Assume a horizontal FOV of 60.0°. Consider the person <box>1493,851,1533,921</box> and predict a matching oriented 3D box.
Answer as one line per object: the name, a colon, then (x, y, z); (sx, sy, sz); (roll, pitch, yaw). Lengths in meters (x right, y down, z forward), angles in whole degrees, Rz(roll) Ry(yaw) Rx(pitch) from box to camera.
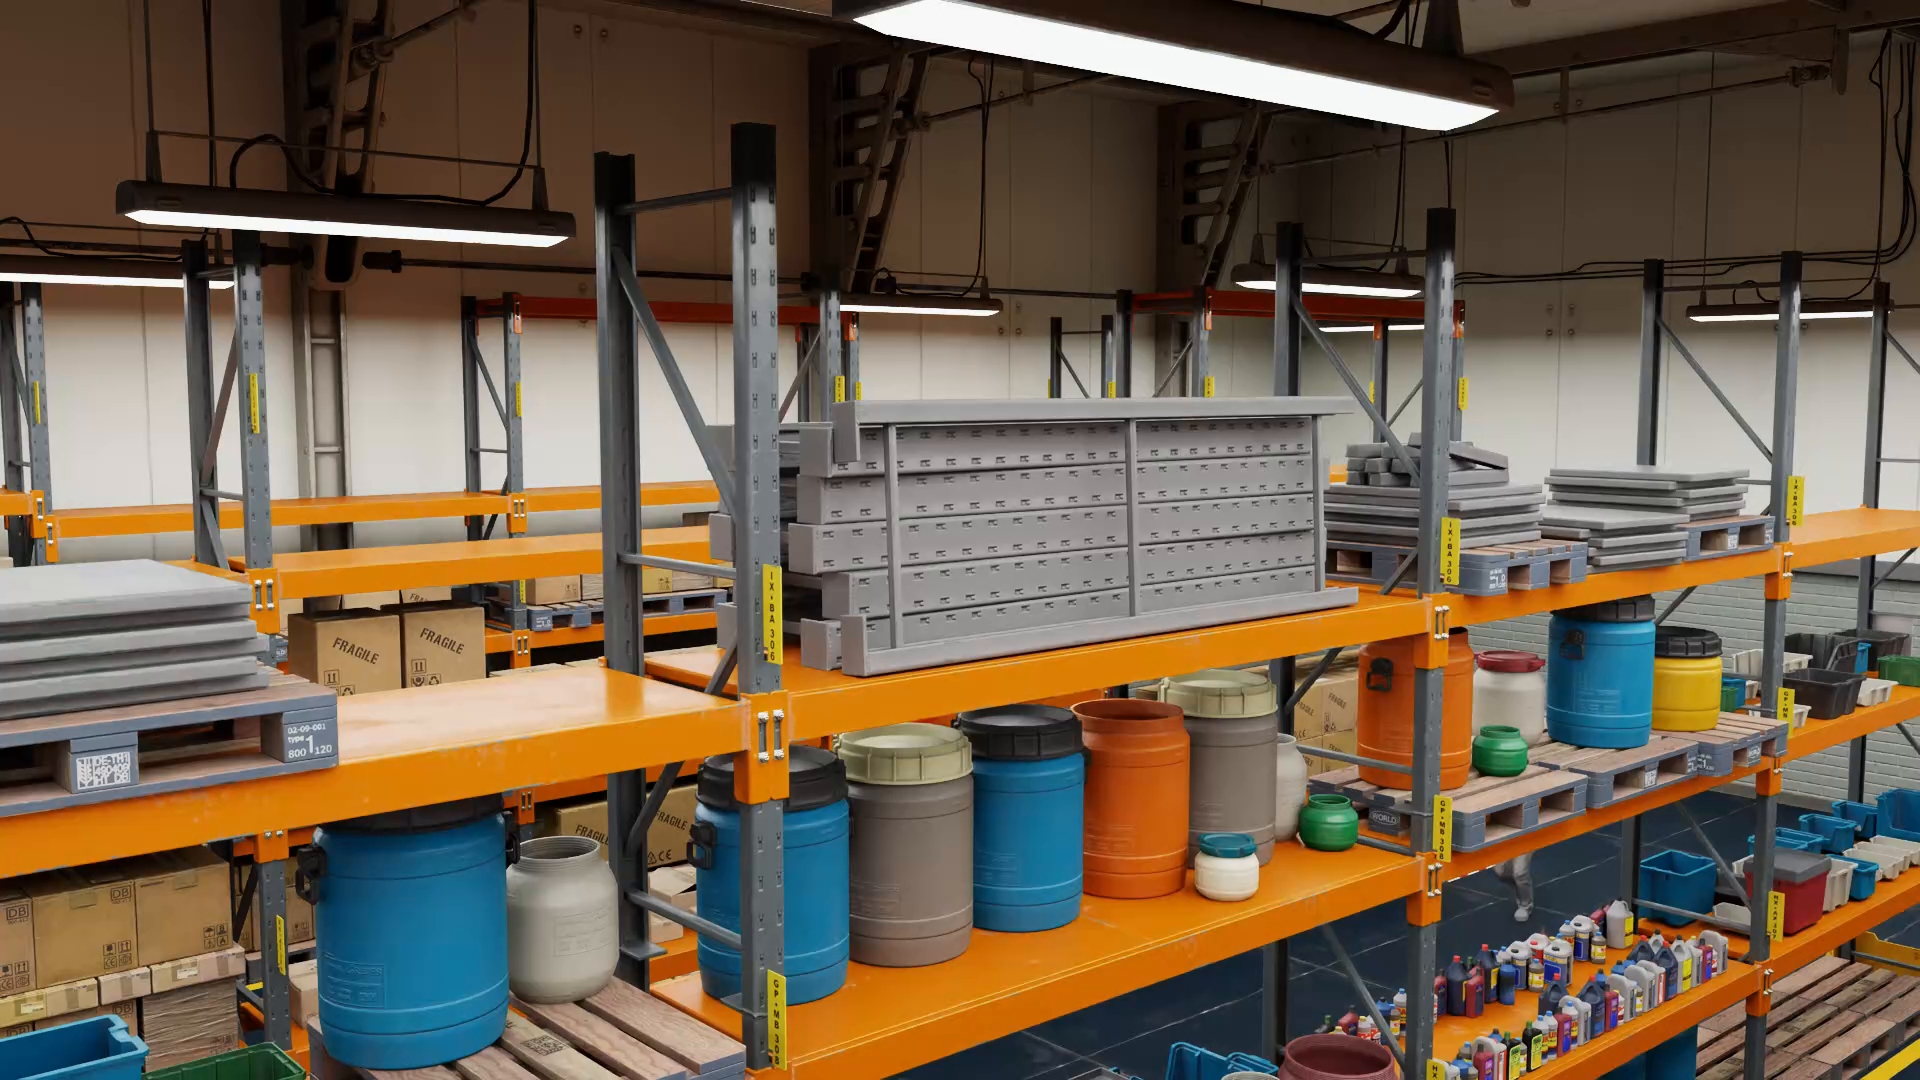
person: (5.333, 2.794, 16.140); (0.681, 1.719, 0.624); (4, 7, 35)
